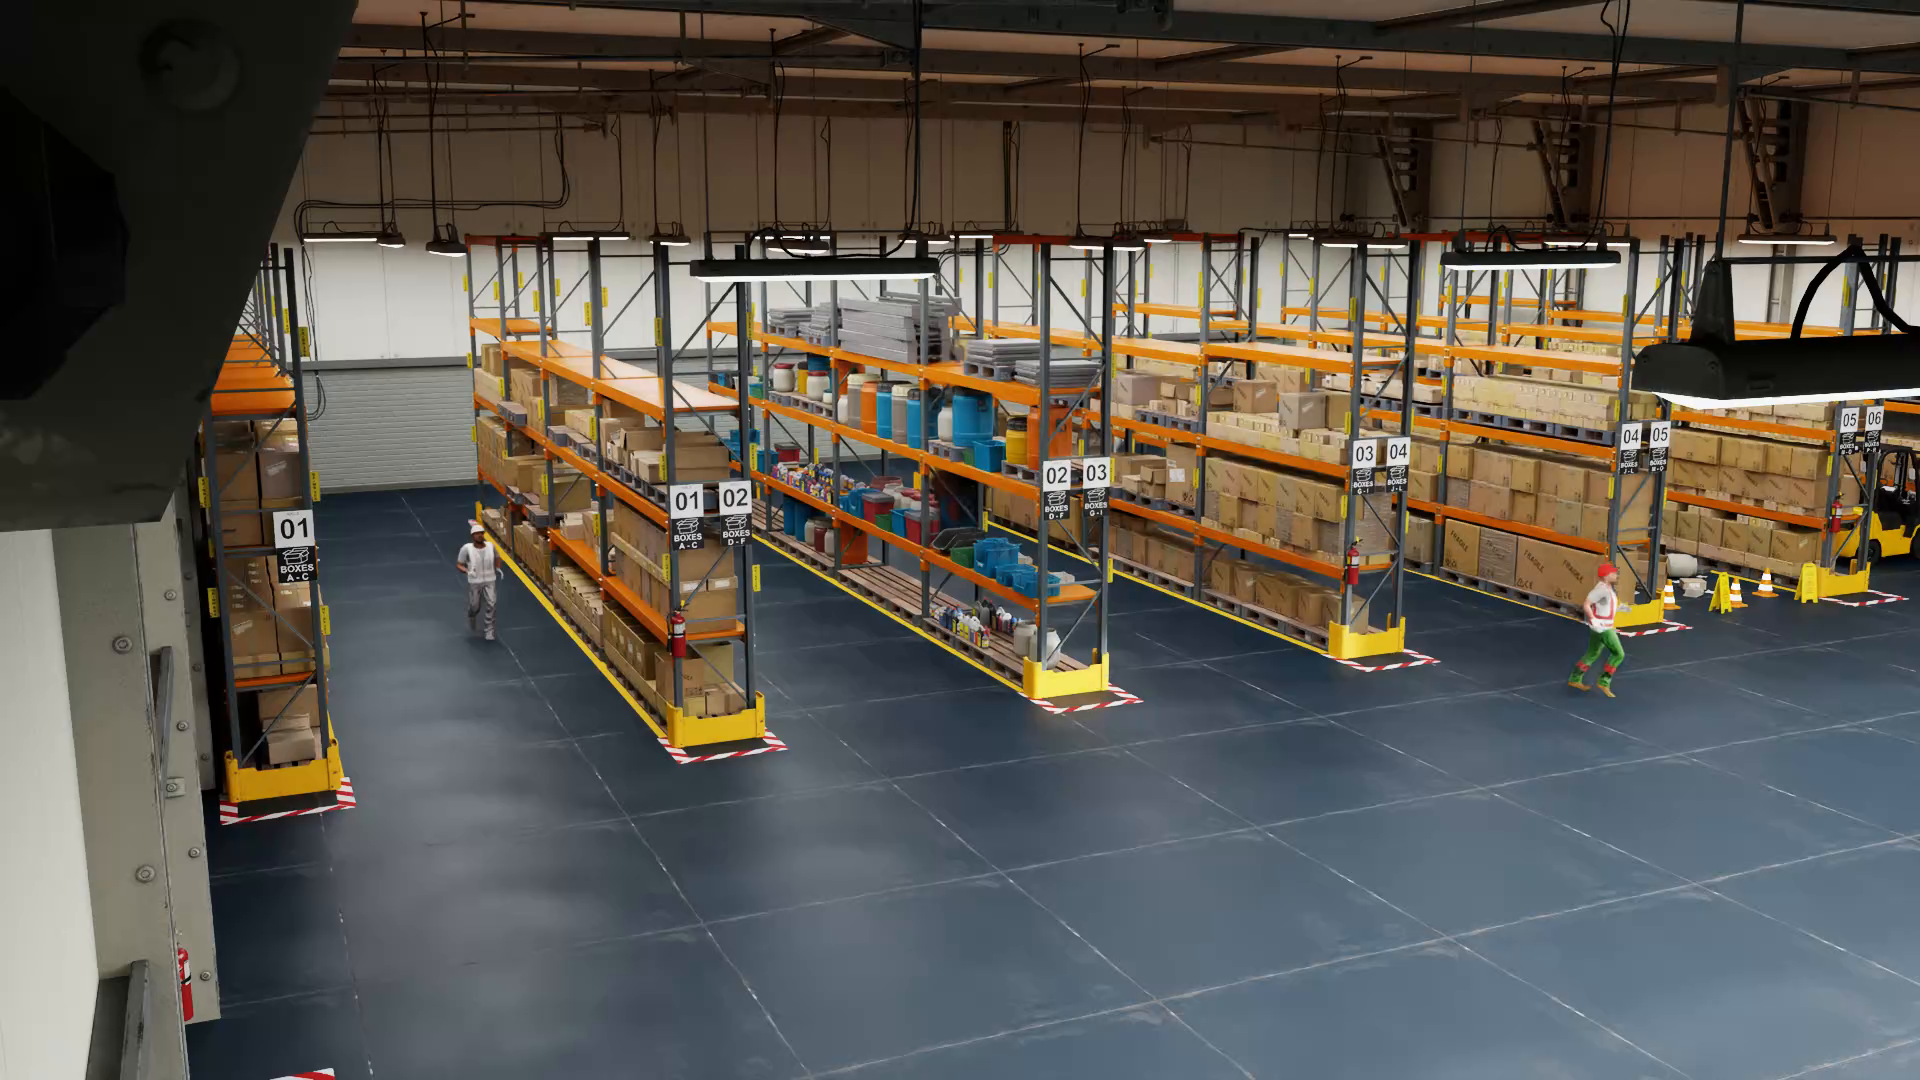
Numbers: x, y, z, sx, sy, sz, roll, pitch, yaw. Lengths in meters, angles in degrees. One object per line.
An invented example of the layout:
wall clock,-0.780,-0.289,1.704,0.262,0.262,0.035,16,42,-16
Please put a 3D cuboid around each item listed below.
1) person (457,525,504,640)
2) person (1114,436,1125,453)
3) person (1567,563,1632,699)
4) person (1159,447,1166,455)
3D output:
person,-7.282,0.631,25.303,0.692,1.746,0.789,-6,13,-30
person,3.903,-2.521,41.712,0.550,1.647,0.659,-6,13,-30
person,8.574,1.200,22.252,0.739,1.818,0.633,4,12,18
person,5.337,-2.705,42.489,0.600,1.729,0.677,-4,12,-20
